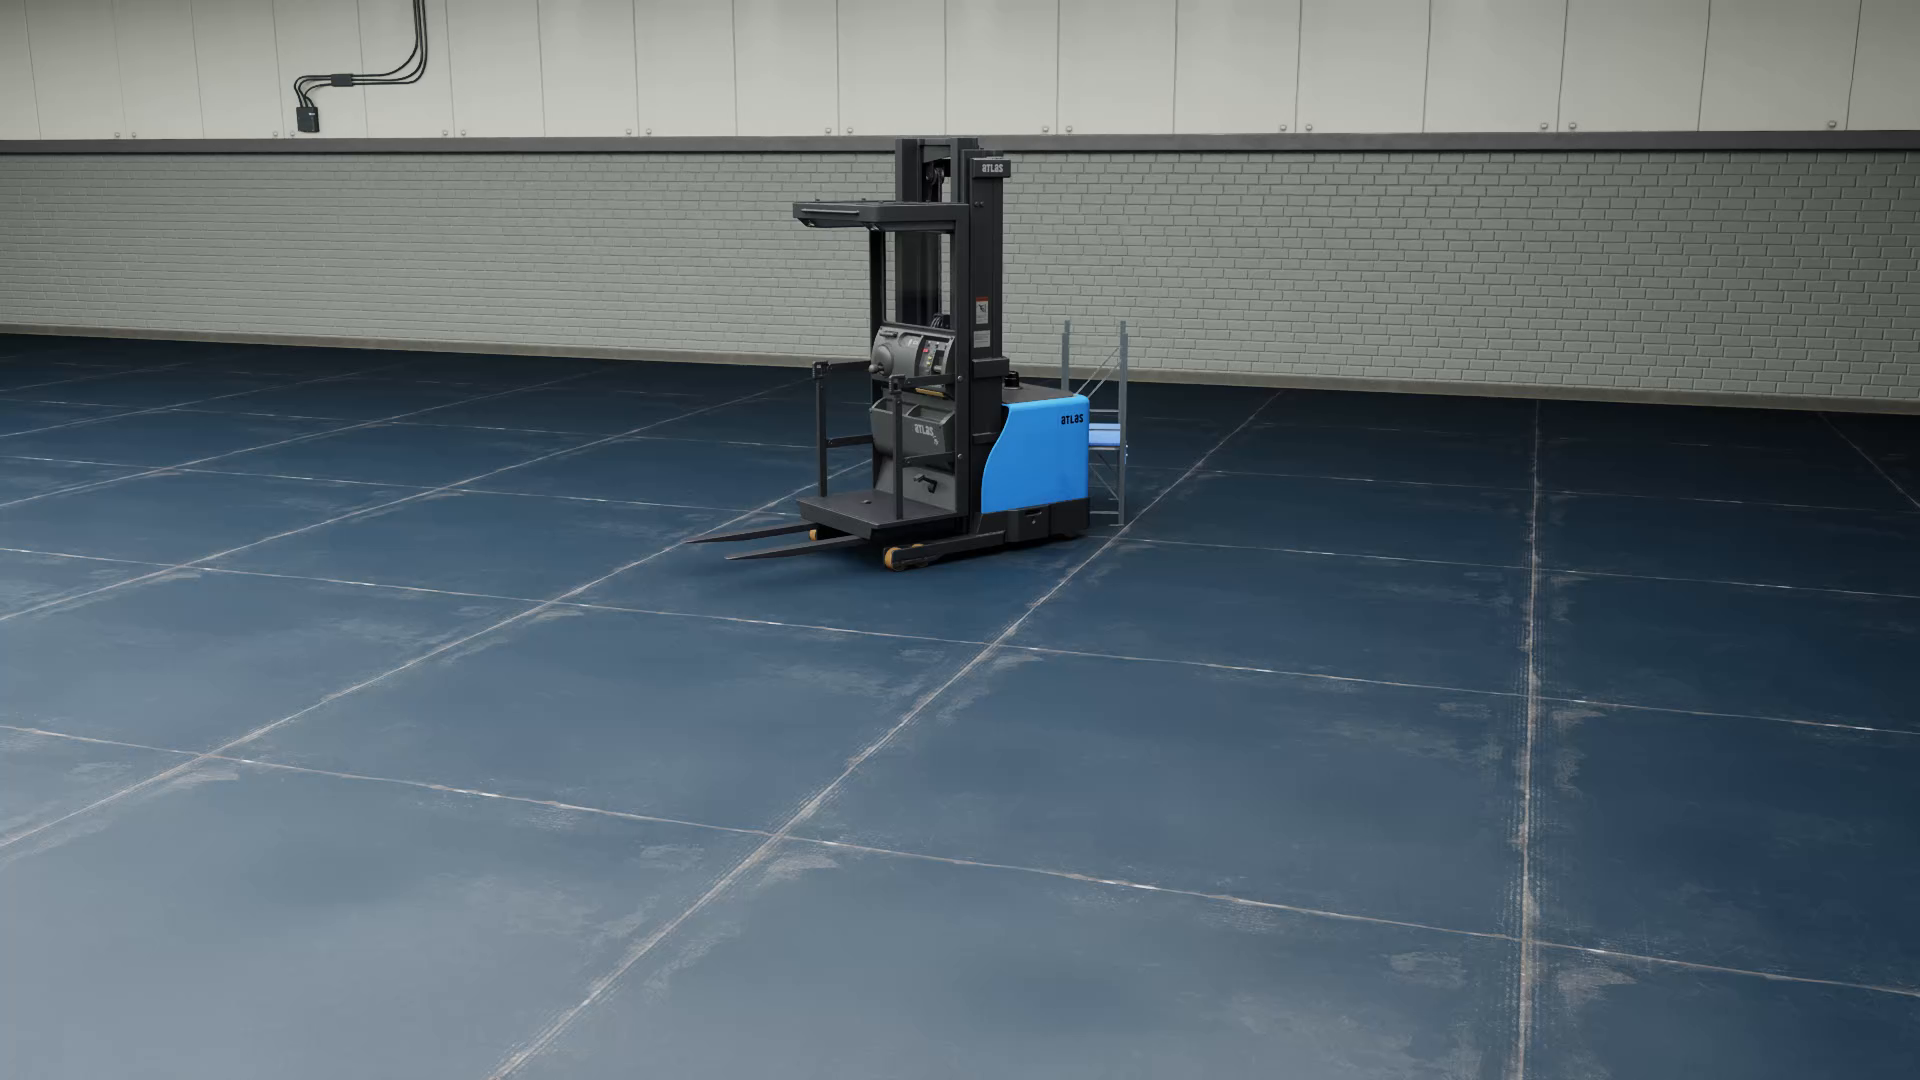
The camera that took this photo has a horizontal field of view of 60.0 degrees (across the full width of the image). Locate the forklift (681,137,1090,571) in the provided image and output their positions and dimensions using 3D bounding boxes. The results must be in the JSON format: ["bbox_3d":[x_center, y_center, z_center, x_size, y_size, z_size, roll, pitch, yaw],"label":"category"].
[{"bbox_3d":[-0.507,-1.346,11.797,3.031,2.935,1.130,-9,16,-35],"label":"forklift"}]

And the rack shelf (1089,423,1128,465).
[{"bbox_3d":[1.068,-0.783,13.358,0.538,0.185,1.000,1,13,4],"label":"rack shelf"}]

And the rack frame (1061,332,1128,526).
[{"bbox_3d":[1.027,-0.846,12.824,0.500,1.500,0.032,1,13,4],"label":"rack frame"}]

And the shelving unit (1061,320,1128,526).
[{"bbox_3d":[1.068,-0.959,13.318,0.538,1.500,1.048,1,13,4],"label":"shelving unit"}]

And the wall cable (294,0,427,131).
[{"bbox_3d":[-8.722,-8.913,23.674,2.305,6.003,0.169,4,14,18],"label":"wall cable"}]

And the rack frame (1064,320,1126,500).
[{"bbox_3d":[1.108,-1.071,13.812,0.500,1.500,0.032,1,13,4],"label":"rack frame"}]
